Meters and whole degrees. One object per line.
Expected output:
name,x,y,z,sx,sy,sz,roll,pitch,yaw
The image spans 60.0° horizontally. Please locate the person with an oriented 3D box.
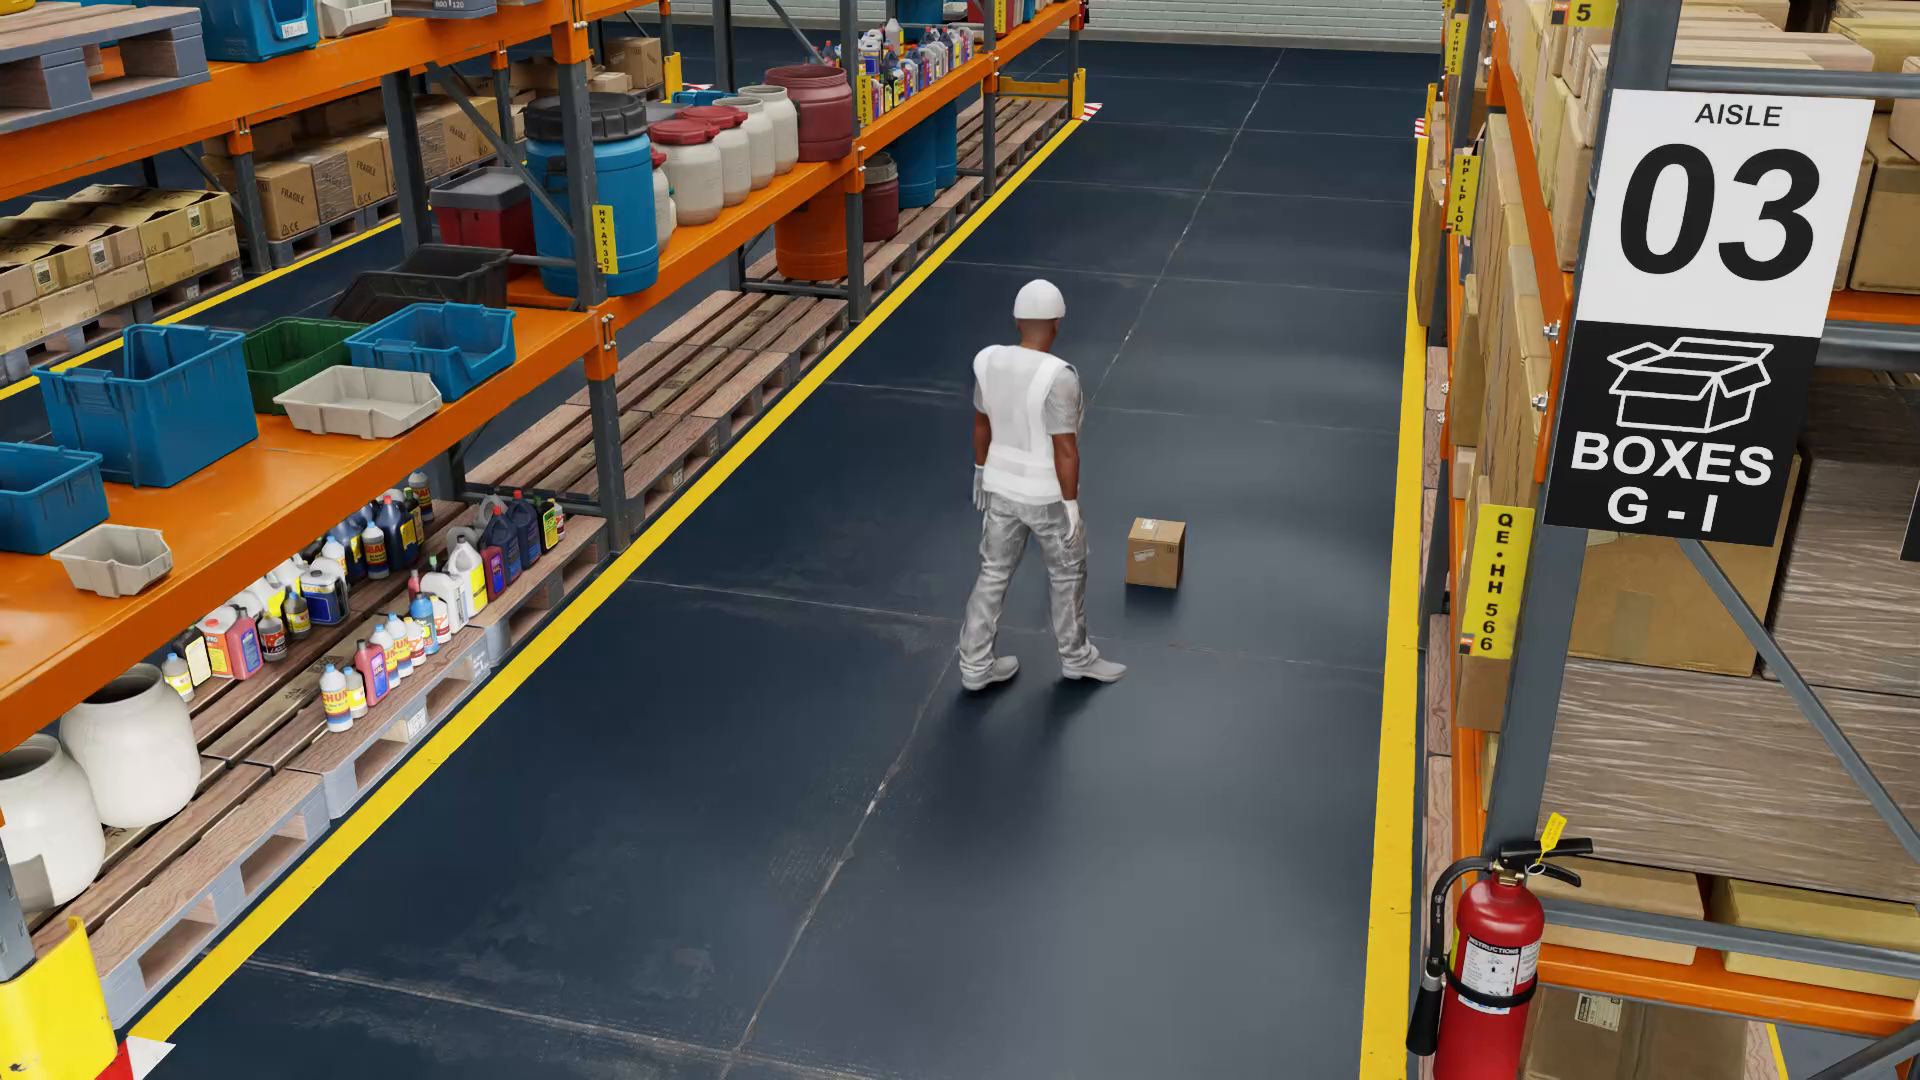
person,0.302,-0.203,7.035,0.638,1.797,0.669,23,33,40
